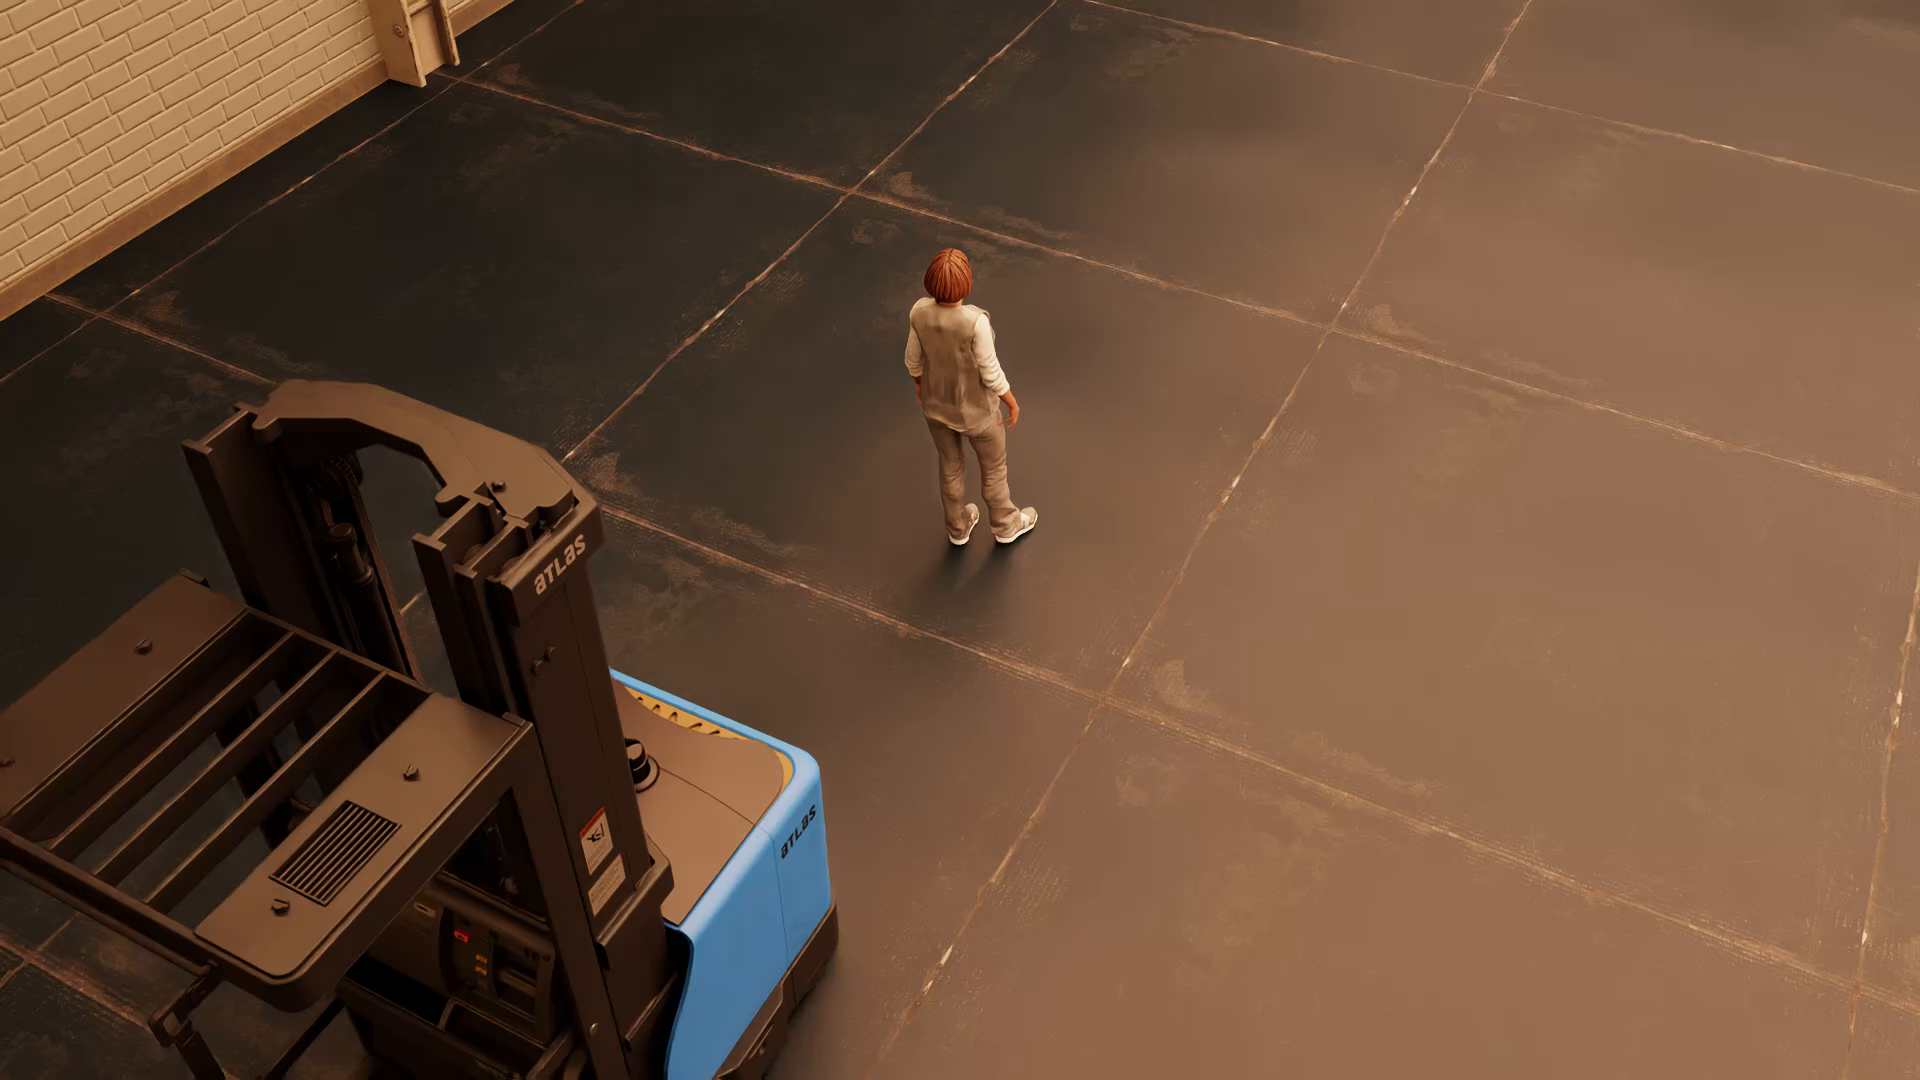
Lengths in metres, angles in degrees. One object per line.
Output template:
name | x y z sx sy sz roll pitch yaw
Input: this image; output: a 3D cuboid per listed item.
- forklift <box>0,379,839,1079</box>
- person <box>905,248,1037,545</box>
forklift | -1.577 1.172 4.411 1.130 2.935 3.031 20 47 20
person | 0.047 -0.628 7.282 0.520 1.599 0.473 20 47 20
